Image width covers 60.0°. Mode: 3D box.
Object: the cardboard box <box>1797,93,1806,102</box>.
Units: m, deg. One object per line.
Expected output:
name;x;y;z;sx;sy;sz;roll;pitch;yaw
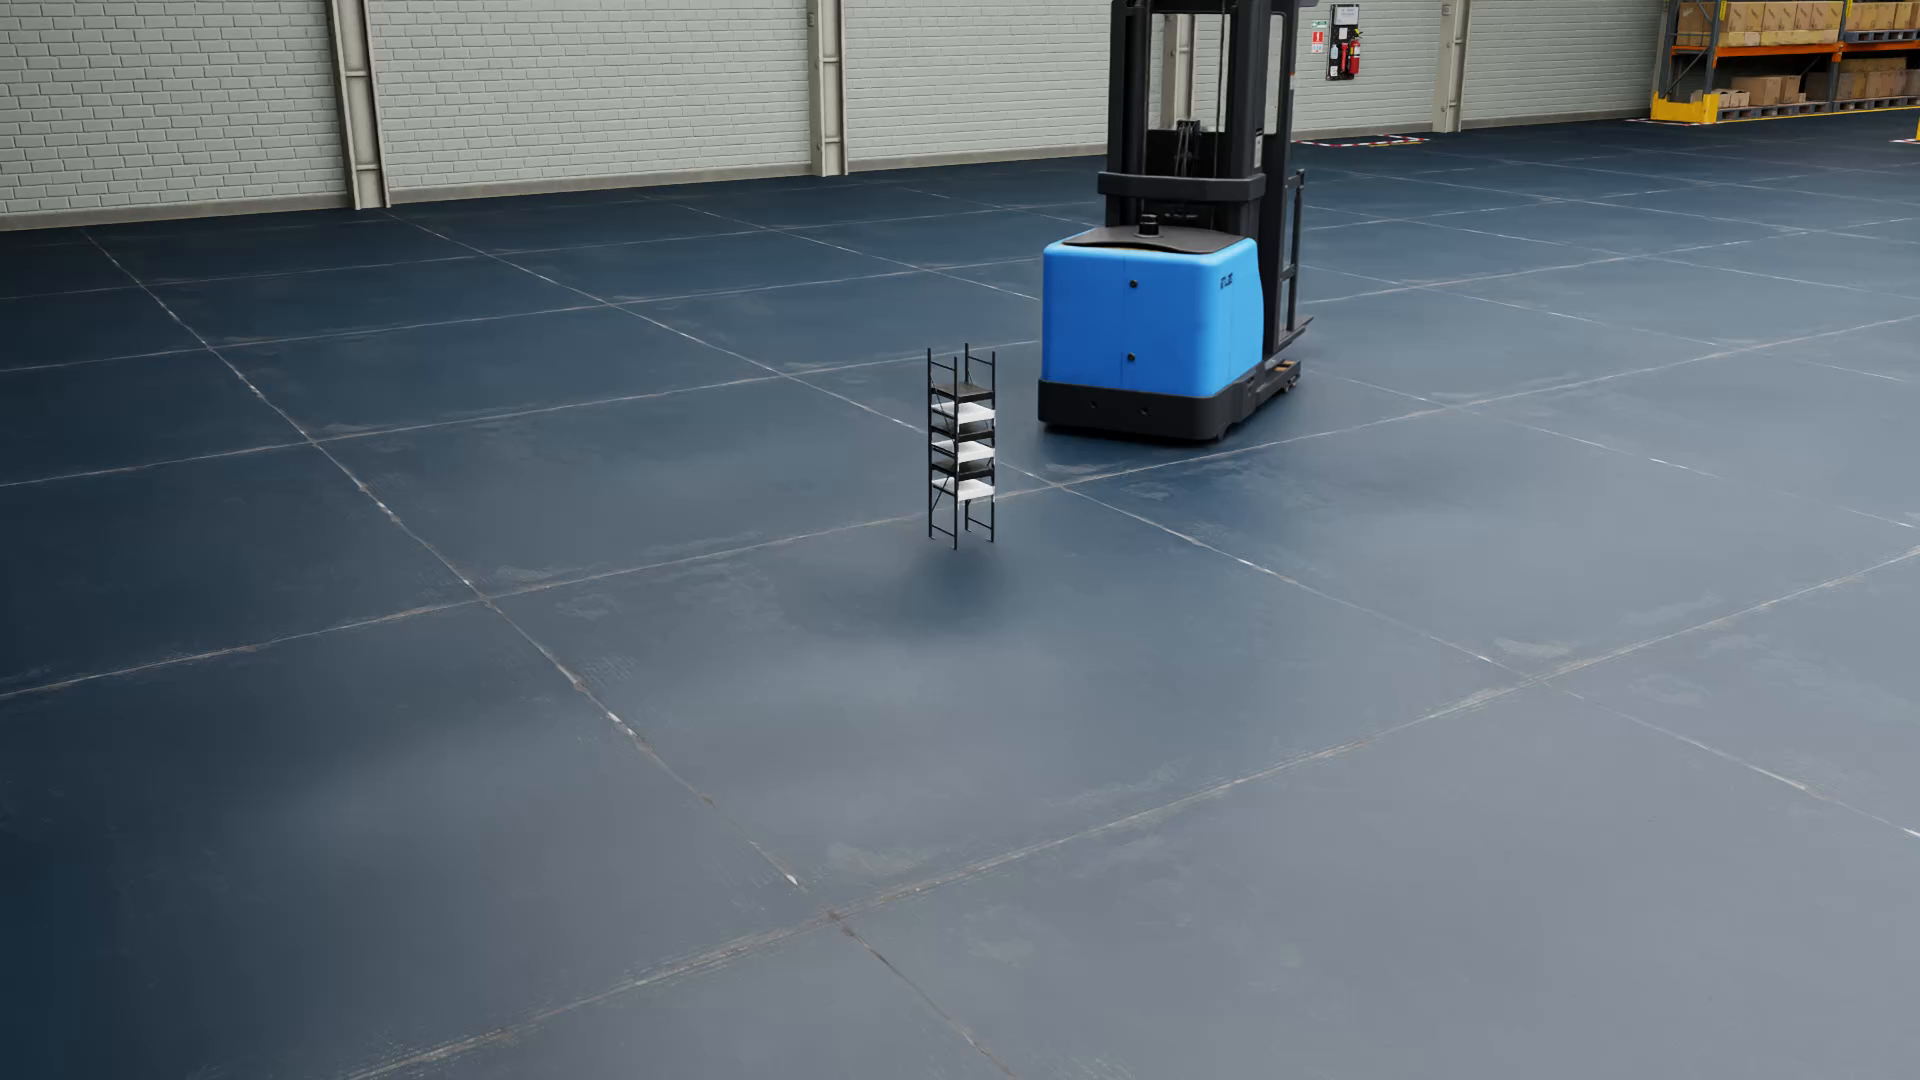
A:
cardboard box;16.101;-8.568;32.141;0.250;0.166;0.380;-16;24;-38

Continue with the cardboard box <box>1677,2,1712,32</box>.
cardboard box;13.468;-9.533;30.290;0.500;0.500;0.500;-12;22;-32

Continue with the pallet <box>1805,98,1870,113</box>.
pallet;17.181;-8.620;32.913;1.213;0.211;1.003;-12;22;-31

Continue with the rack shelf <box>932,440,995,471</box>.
rack shelf;0.007;-0.396;7.616;0.200;0.077;0.258;-12;22;-31

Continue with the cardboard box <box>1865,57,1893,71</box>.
cardboard box;18.362;-9.571;33.418;0.500;0.250;0.500;-12;22;-32

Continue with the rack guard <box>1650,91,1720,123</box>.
rack guard;13.254;-7.928;30.416;0.348;0.500;1.175;-12;22;-31

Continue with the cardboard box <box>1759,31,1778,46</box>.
cardboard box;14.628;-9.222;30.542;0.500;0.250;0.500;-12;22;-32

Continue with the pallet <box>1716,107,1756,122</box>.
pallet;13.952;-7.925;30.857;1.213;0.211;1.003;-12;22;-31

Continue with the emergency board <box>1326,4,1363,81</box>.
emergency board;6.204;-7.972;26.642;0.643;1.169;0.194;-12;22;-31

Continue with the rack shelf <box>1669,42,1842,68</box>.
rack shelf;14.861;-9.111;31.133;4.000;0.370;1.077;-12;22;-31

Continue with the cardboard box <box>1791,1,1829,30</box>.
cardboard box;15.893;-9.842;31.205;0.500;0.500;0.500;-12;22;-32

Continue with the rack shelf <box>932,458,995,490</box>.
rack shelf;0.007;-0.311;7.644;0.200;0.077;0.258;-12;22;-31

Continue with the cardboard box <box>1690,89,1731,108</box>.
cardboard box;13.818;-8.132;30.625;0.500;0.311;0.500;-15;24;-37

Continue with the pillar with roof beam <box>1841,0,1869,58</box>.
pillar with roof beam;20.678;-12.201;29.784;0.400;9.000;9.100;-12;22;-31

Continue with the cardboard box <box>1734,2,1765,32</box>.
cardboard box;14.173;-9.481;30.137;0.500;0.500;0.500;-12;22;-31

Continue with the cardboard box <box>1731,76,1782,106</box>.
cardboard box;14.934;-8.437;31.235;0.500;0.500;0.700;-14;23;-35

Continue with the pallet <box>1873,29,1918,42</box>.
pallet;18.241;-10.058;33.111;1.213;0.211;1.003;-12;22;-31

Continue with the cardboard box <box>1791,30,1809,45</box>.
cardboard box;15.470;-9.399;31.067;0.500;0.250;0.500;-12;22;-32

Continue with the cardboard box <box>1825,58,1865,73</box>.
cardboard box;17.503;-9.396;32.899;0.500;0.250;0.500;-12;22;-33

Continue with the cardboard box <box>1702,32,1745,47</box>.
cardboard box;13.773;-9.039;30.000;0.500;0.250;0.500;-13;22;-33

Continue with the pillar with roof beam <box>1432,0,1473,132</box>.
pillar with roof beam;10.656;-10.087;23.532;0.400;9.000;9.100;-12;22;-31

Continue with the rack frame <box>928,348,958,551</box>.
rack frame;-0.078;-0.410;7.552;0.006;0.900;0.240;-12;22;-31

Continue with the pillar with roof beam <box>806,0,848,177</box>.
pillar with roof beam;0.634;-7.974;17.280;0.400;9.000;9.100;-12;22;-31

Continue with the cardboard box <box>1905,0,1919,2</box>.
cardboard box;19.340;-10.942;33.571;0.250;0.149;0.380;-17;25;-40

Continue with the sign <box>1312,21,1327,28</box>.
sign;5.694;-8.168;26.340;0.331;0.109;0.001;-12;22;-31

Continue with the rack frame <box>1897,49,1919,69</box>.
rack frame;19.872;-10.508;34.144;0.127;3.000;1.000;-12;22;-31

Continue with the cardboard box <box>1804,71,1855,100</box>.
cardboard box;17.137;-8.962;32.786;0.500;0.500;0.700;-11;22;-30

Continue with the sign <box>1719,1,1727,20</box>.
sign;13.489;-9.364;29.408;0.005;0.325;0.100;-12;22;-31

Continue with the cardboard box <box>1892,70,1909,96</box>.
cardboard box;18.805;-9.332;33.881;0.500;0.500;0.700;-12;22;-31

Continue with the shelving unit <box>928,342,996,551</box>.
shelving unit;0.007;-0.428;7.605;0.210;0.900;0.258;-12;22;-31

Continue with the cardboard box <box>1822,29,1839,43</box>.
cardboard box;16.303;-9.578;31.594;0.500;0.250;0.500;-12;22;-31

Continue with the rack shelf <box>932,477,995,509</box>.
rack shelf;0.007;-0.226;7.673;0.200;0.077;0.258;-12;22;-31

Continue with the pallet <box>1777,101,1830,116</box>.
pallet;15.990;-8.355;32.129;1.213;0.211;1.003;-12;22;-31

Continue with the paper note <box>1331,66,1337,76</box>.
paper note;6.018;-7.542;26.745;0.142;0.148;0.016;-12;22;-31

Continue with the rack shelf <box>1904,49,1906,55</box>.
rack shelf;21.543;-10.520;35.301;4.000;0.370;1.077;-12;22;-31

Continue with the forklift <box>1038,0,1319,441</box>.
forklift;1.537;-2.368;10.172;1.130;2.935;3.031;9;21;24

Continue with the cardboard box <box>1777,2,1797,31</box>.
cardboard box;15.033;-9.664;30.680;0.500;0.500;0.500;-11;22;-30

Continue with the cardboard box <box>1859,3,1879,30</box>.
cardboard box;17.446;-10.237;32.497;0.500;0.500;0.700;-9;21;-26

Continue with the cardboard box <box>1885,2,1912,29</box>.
cardboard box;18.457;-10.453;33.138;0.500;0.500;0.700;-12;22;-31

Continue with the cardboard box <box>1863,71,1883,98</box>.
cardboard box;17.989;-9.146;33.329;0.500;0.500;0.700;-12;22;-31
